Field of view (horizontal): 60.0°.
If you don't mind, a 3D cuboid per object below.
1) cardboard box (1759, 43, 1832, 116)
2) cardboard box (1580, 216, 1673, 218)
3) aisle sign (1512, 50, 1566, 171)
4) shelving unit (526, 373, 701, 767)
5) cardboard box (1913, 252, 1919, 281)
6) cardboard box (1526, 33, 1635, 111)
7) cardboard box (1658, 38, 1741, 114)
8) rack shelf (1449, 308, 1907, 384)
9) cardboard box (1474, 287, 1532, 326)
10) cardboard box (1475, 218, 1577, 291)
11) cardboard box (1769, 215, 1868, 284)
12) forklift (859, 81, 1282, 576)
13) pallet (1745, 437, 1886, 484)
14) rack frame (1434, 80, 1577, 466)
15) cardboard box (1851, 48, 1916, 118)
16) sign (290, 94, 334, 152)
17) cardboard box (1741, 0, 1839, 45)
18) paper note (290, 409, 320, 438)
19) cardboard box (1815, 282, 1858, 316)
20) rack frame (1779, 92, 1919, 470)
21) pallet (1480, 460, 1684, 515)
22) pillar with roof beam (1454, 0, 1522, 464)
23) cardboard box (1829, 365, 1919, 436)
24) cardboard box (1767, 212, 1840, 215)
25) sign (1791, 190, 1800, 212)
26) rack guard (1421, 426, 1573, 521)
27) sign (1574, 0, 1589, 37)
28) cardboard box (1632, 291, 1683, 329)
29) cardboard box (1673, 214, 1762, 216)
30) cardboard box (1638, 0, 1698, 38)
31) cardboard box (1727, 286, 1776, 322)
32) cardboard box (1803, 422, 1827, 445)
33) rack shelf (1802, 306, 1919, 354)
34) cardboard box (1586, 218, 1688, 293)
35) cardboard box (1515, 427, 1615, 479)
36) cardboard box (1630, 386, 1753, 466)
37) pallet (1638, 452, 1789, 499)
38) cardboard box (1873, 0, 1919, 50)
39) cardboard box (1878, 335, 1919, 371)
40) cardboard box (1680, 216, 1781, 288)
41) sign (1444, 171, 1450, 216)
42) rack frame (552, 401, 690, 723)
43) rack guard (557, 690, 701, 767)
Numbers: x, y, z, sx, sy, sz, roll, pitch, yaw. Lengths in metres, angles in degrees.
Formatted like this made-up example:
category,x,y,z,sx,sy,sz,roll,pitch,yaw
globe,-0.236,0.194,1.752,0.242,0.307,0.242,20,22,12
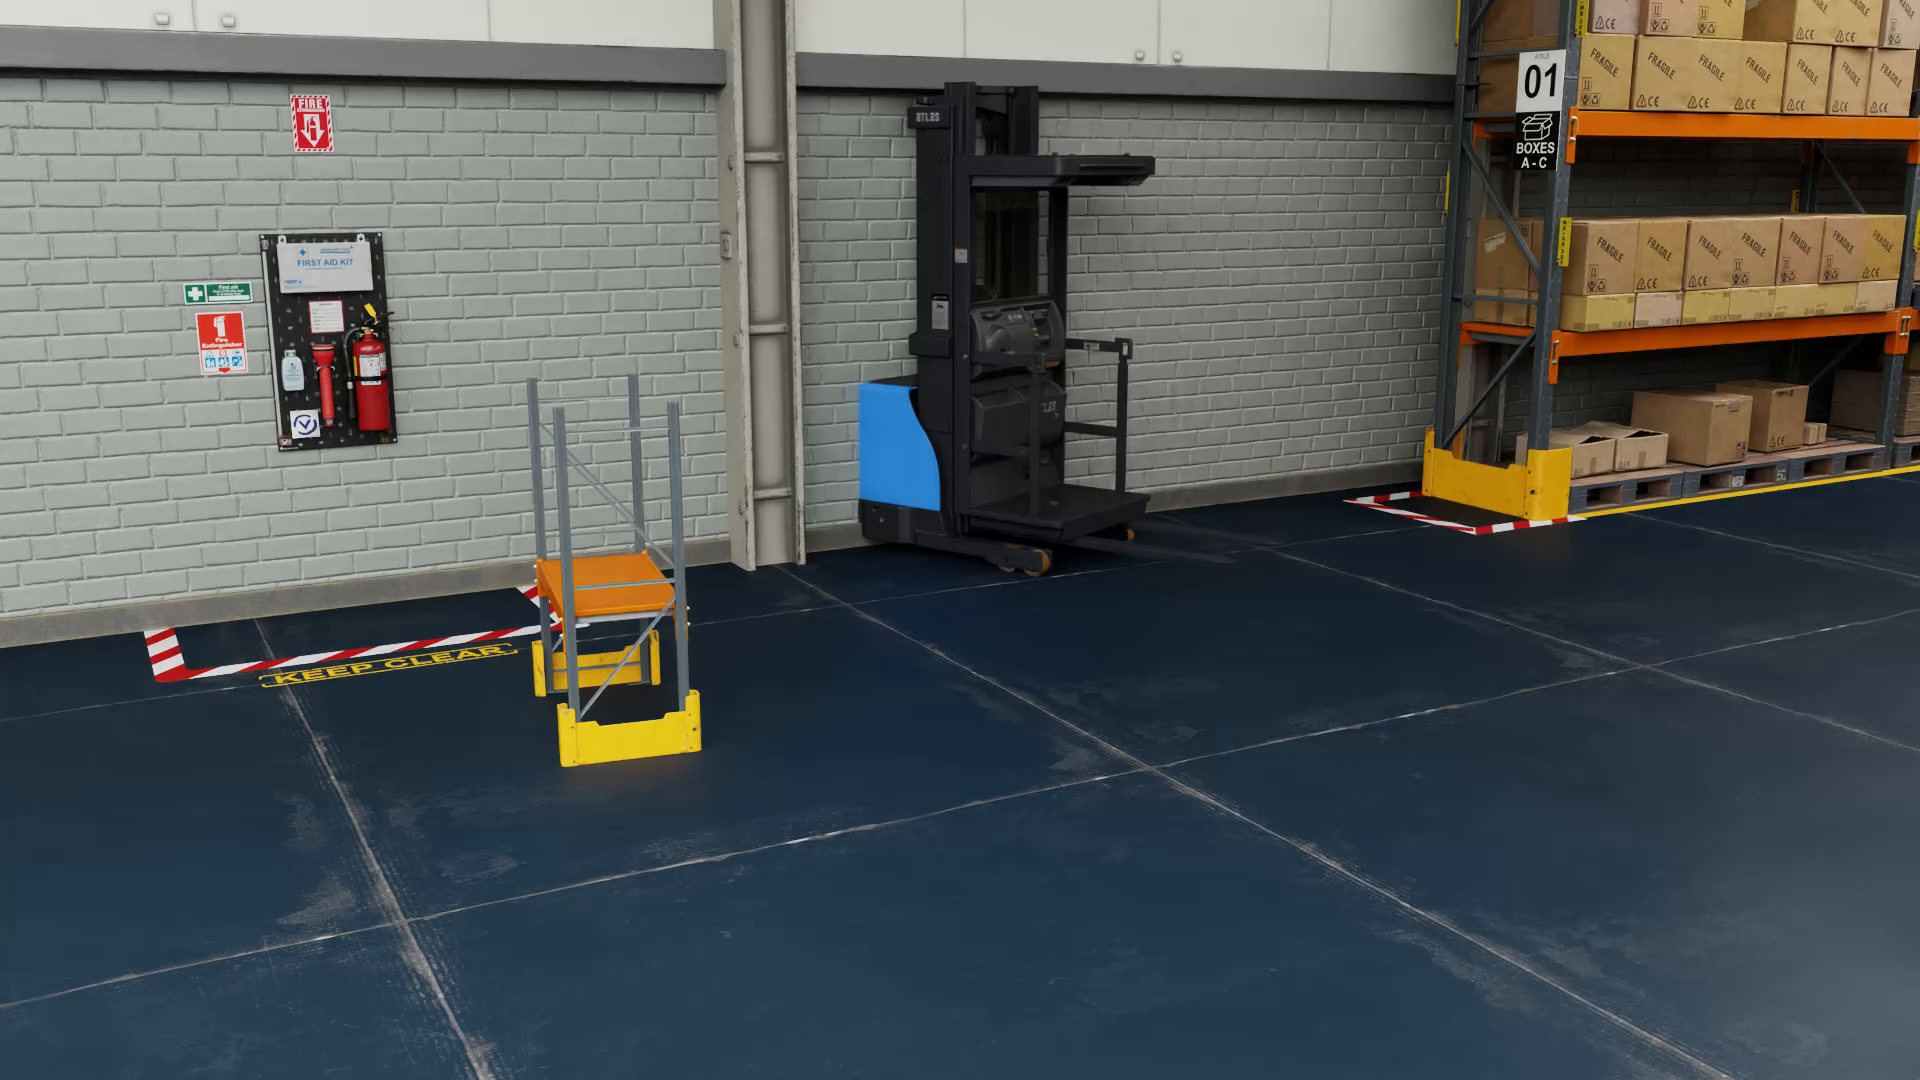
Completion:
category,x,y,z,sx,sy,sz,roll,pitch,yaw
cardboard box,6.123,-3.440,12.458,0.500,0.500,0.500,-7,15,-30
cardboard box,5.065,-2.214,12.701,0.500,0.500,0.500,-7,15,-29
aisle sign,3.936,-2.917,11.319,0.004,0.787,0.394,-7,14,-28
shelving unit,-1.561,0.080,7.338,0.587,1.500,1.083,-5,13,-19
cardboard box,7.829,-2.446,13.914,0.500,0.500,0.700,-7,14,-28
cardboard box,4.269,-3.223,11.495,0.500,0.500,0.500,-6,14,-26
cardboard box,5.211,-3.328,11.961,0.500,0.500,0.500,-6,14,-25
rack shelf,5.611,-1.574,12.909,4.000,0.370,1.077,-7,14,-28
cardboard box,4.173,-1.737,12.294,0.500,0.250,0.500,-7,14,-27
cardboard box,4.167,-2.107,12.229,0.500,0.500,0.500,-7,14,-28
cardboard box,6.664,-2.275,12.973,0.500,0.500,0.500,-7,14,-28
forklift,0.538,-1.339,10.385,3.031,2.935,1.130,9,16,36
pallet,6.794,-0.697,13.727,1.213,0.211,1.003,-7,14,-28
rack frame,3.855,-1.714,11.895,0.127,3.000,1.000,-7,14,-28
cardboard box,7.039,-3.556,12.973,0.500,0.500,0.500,-6,14,-26
sign,-3.453,-2.220,8.863,0.199,0.298,0.001,-7,14,-28
cardboard box,6.127,-3.923,12.328,0.500,0.500,0.500,-7,15,-30
paper note,-3.587,-0.636,9.109,0.142,0.148,0.016,-7,14,-28
cardboard box,6.654,-1.913,13.072,0.500,0.250,0.500,-7,14,-28
rack frame,7.366,-2.135,13.765,0.127,3.000,1.000,-7,14,-28
pallet,4.652,-0.441,12.586,1.213,0.211,1.003,-7,14,-28
pillar with roof beam,6.118,-4.052,8.618,0.400,9.000,9.100,-7,14,-28
cardboard box,8.004,-1.211,14.349,0.500,0.500,0.700,-6,14,-26
cardboard box,6.854,-2.428,13.656,0.500,0.500,0.500,-7,15,-29
sign,7.097,-2.807,14.111,0.005,0.325,0.100,-7,14,-28
rack guard,3.922,-0.503,12.205,0.348,0.500,1.175,-7,14,-28
sign,4.115,-3.500,11.005,0.005,0.325,0.100,-7,14,-28
cardboard box,4.885,-1.698,12.120,0.500,0.250,0.500,-7,15,-30
cardboard box,5.958,-2.323,13.189,0.500,0.500,0.500,-6,14,-26
cardboard box,4.774,-3.761,11.606,0.500,0.500,0.500,-7,14,-29
cardboard box,5.779,-1.804,12.588,0.500,0.250,0.500,-7,14,-27
cardboard box,6.911,-0.905,13.752,0.250,0.166,0.380,-9,16,-35
rack shelf,9.122,-1.995,14.779,4.000,0.370,1.077,-7,14,-28
cardboard box,4.857,-2.059,12.015,0.500,0.500,0.500,-7,14,-28
cardboard box,4.506,-0.673,12.388,0.500,0.311,0.500,-9,15,-34
cardboard box,5.674,-0.892,12.934,0.500,0.500,0.700,-8,15,-31
pallet,5.722,-0.568,13.153,1.213,0.211,1.003,-7,14,-28
cardboard box,7.056,-4.040,12.846,0.500,0.500,0.500,-8,15,-33
cardboard box,8.389,-1.624,14.476,0.500,0.250,0.500,-7,15,-29
cardboard box,5.761,-2.169,12.503,0.500,0.500,0.500,-6,14,-26
sign,3.607,-2.542,12.218,0.005,0.325,0.100,-7,14,-28
rack frame,-1.385,0.187,6.864,0.500,1.500,0.032,-5,13,-19
rack guard,-1.392,0.792,7.019,0.587,0.250,0.087,-5,13,-19
